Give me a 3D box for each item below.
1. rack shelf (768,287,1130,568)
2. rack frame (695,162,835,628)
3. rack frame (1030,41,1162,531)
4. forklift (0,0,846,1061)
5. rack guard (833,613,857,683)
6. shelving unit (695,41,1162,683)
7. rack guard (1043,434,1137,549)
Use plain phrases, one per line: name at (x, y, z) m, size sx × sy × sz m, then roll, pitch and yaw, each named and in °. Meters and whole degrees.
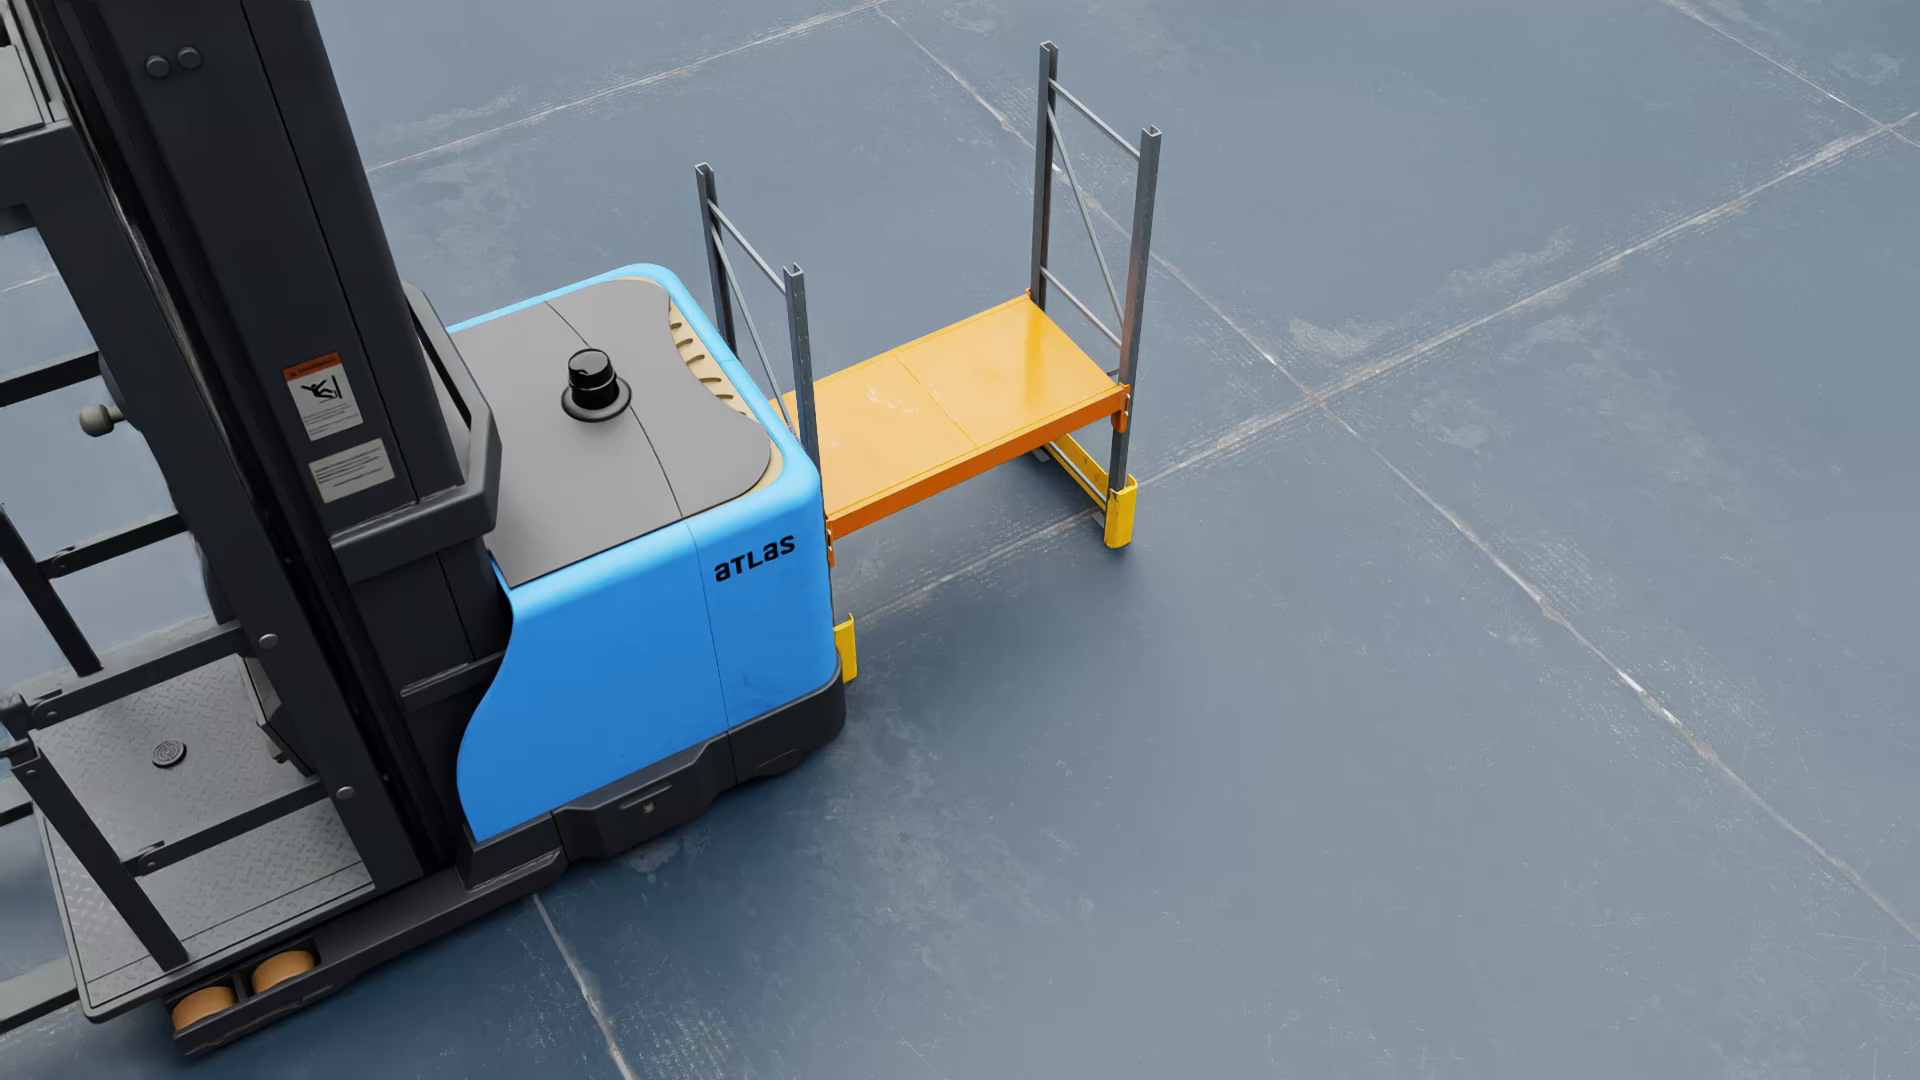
rack shelf at (-0.072, -0.345, 4.794) m, size 1.000 × 0.185 × 0.538 m, roll -25°, pitch 53°, yaw -21°
rack frame at (-0.502, -0.262, 4.479) m, size 0.032 × 1.500 × 0.500 m, roll -25°, pitch 53°, yaw -21°
rack frame at (0.358, -0.667, 4.840) m, size 0.032 × 1.500 × 0.500 m, roll -25°, pitch 53°, yaw -21°
forklift at (-1.856, -0.169, 3.438) m, size 3.031 × 2.935 × 1.130 m, roll -23°, pitch 52°, yaw -20°
rack guard at (-0.485, 0.145, 4.953) m, size 0.087 × 0.250 × 0.587 m, roll -25°, pitch 53°, yaw -21°
shelving unit at (-0.064, -0.469, 4.663) m, size 1.083 × 1.500 × 0.587 m, roll -25°, pitch 53°, yaw -21°
rack guard at (0.357, -0.251, 5.306) m, size 0.087 × 0.250 × 0.587 m, roll -25°, pitch 53°, yaw -21°
